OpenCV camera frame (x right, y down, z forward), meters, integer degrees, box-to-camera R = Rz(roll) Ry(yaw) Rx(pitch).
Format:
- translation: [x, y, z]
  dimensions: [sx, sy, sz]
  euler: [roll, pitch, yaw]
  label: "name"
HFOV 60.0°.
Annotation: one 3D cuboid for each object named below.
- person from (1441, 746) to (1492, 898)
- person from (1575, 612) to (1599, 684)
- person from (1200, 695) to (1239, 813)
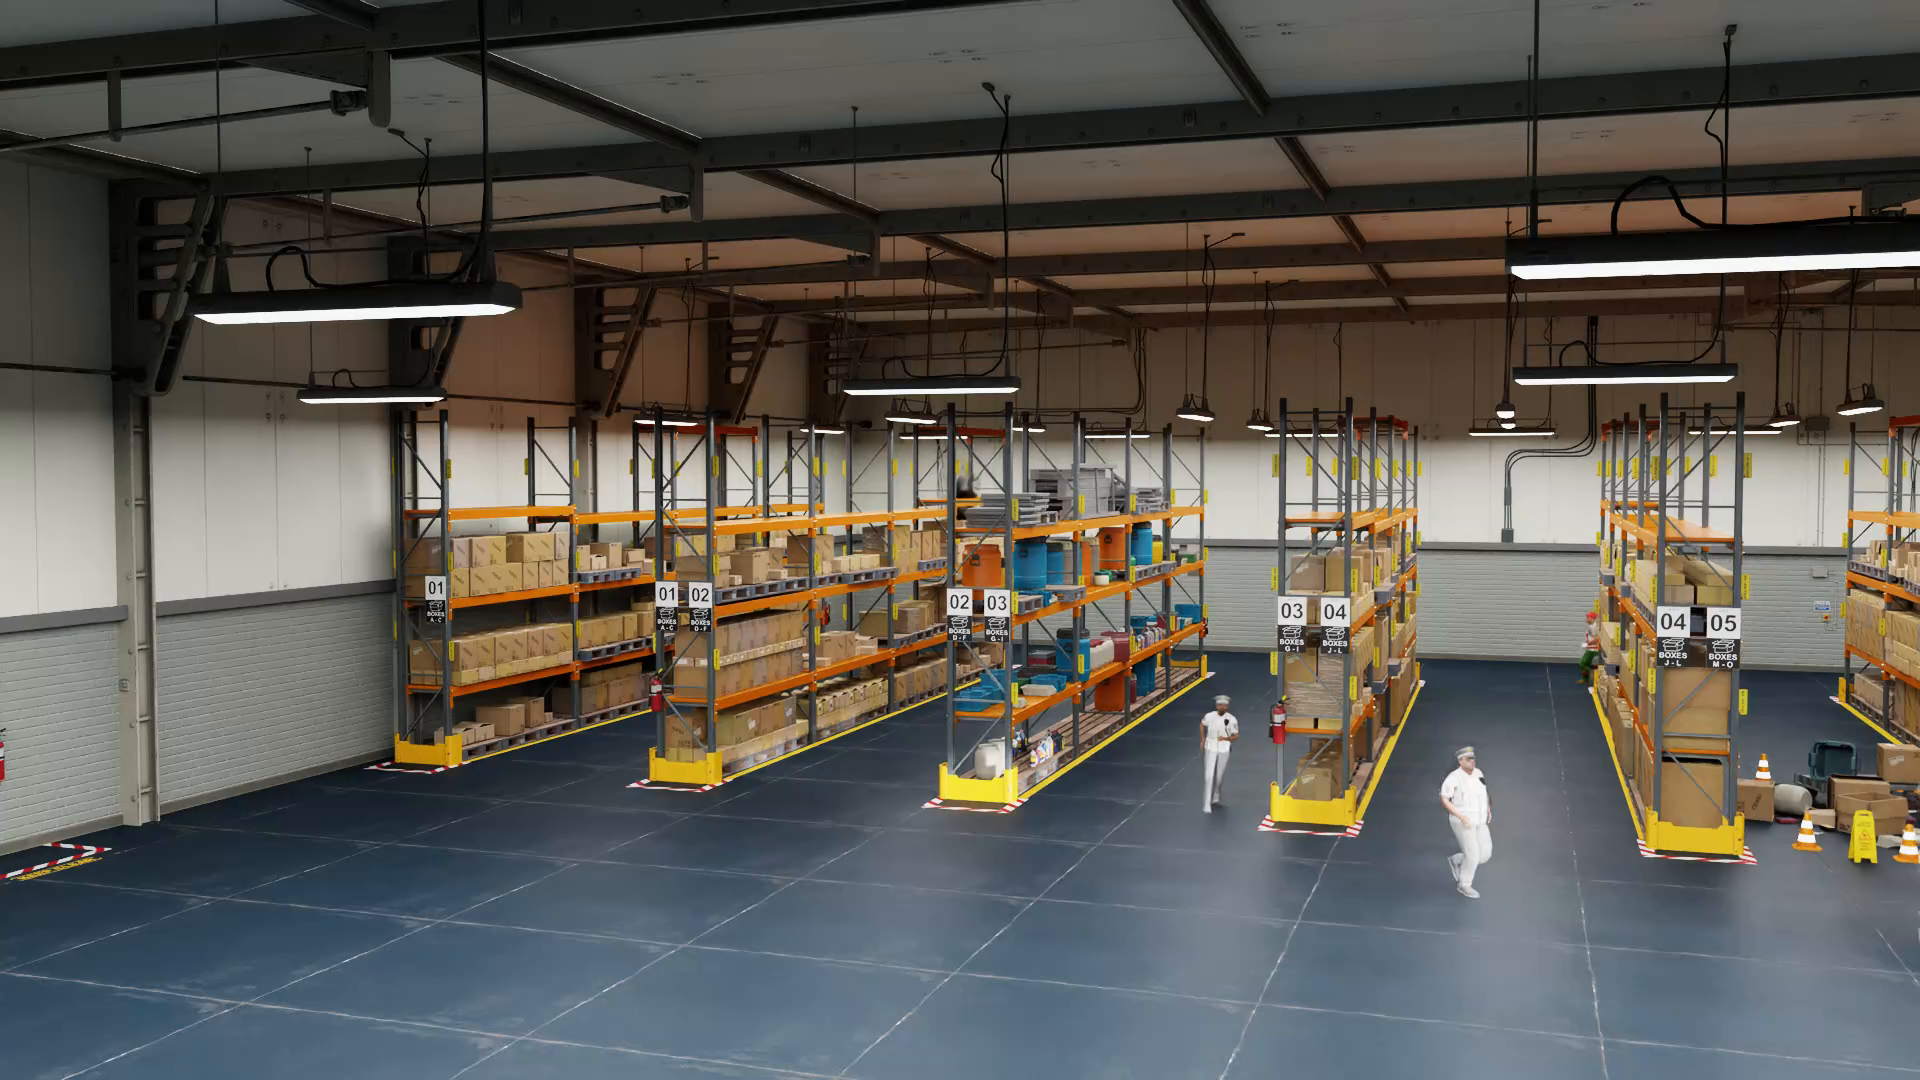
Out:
- translation: [5.964, 3.294, 19.616]
  dimensions: [0.660, 1.756, 0.566]
  euler: [-1, 3, -28]
  label: "person"
- translation: [14.581, 2.495, 38.336]
  dimensions: [0.700, 1.706, 0.817]
  euler: [1, 3, 16]
  label: "person"
- translation: [3.812, 3.136, 24.477]
  dimensions: [0.571, 1.748, 0.724]
  euler: [0, 2, 10]
  label: "person"
